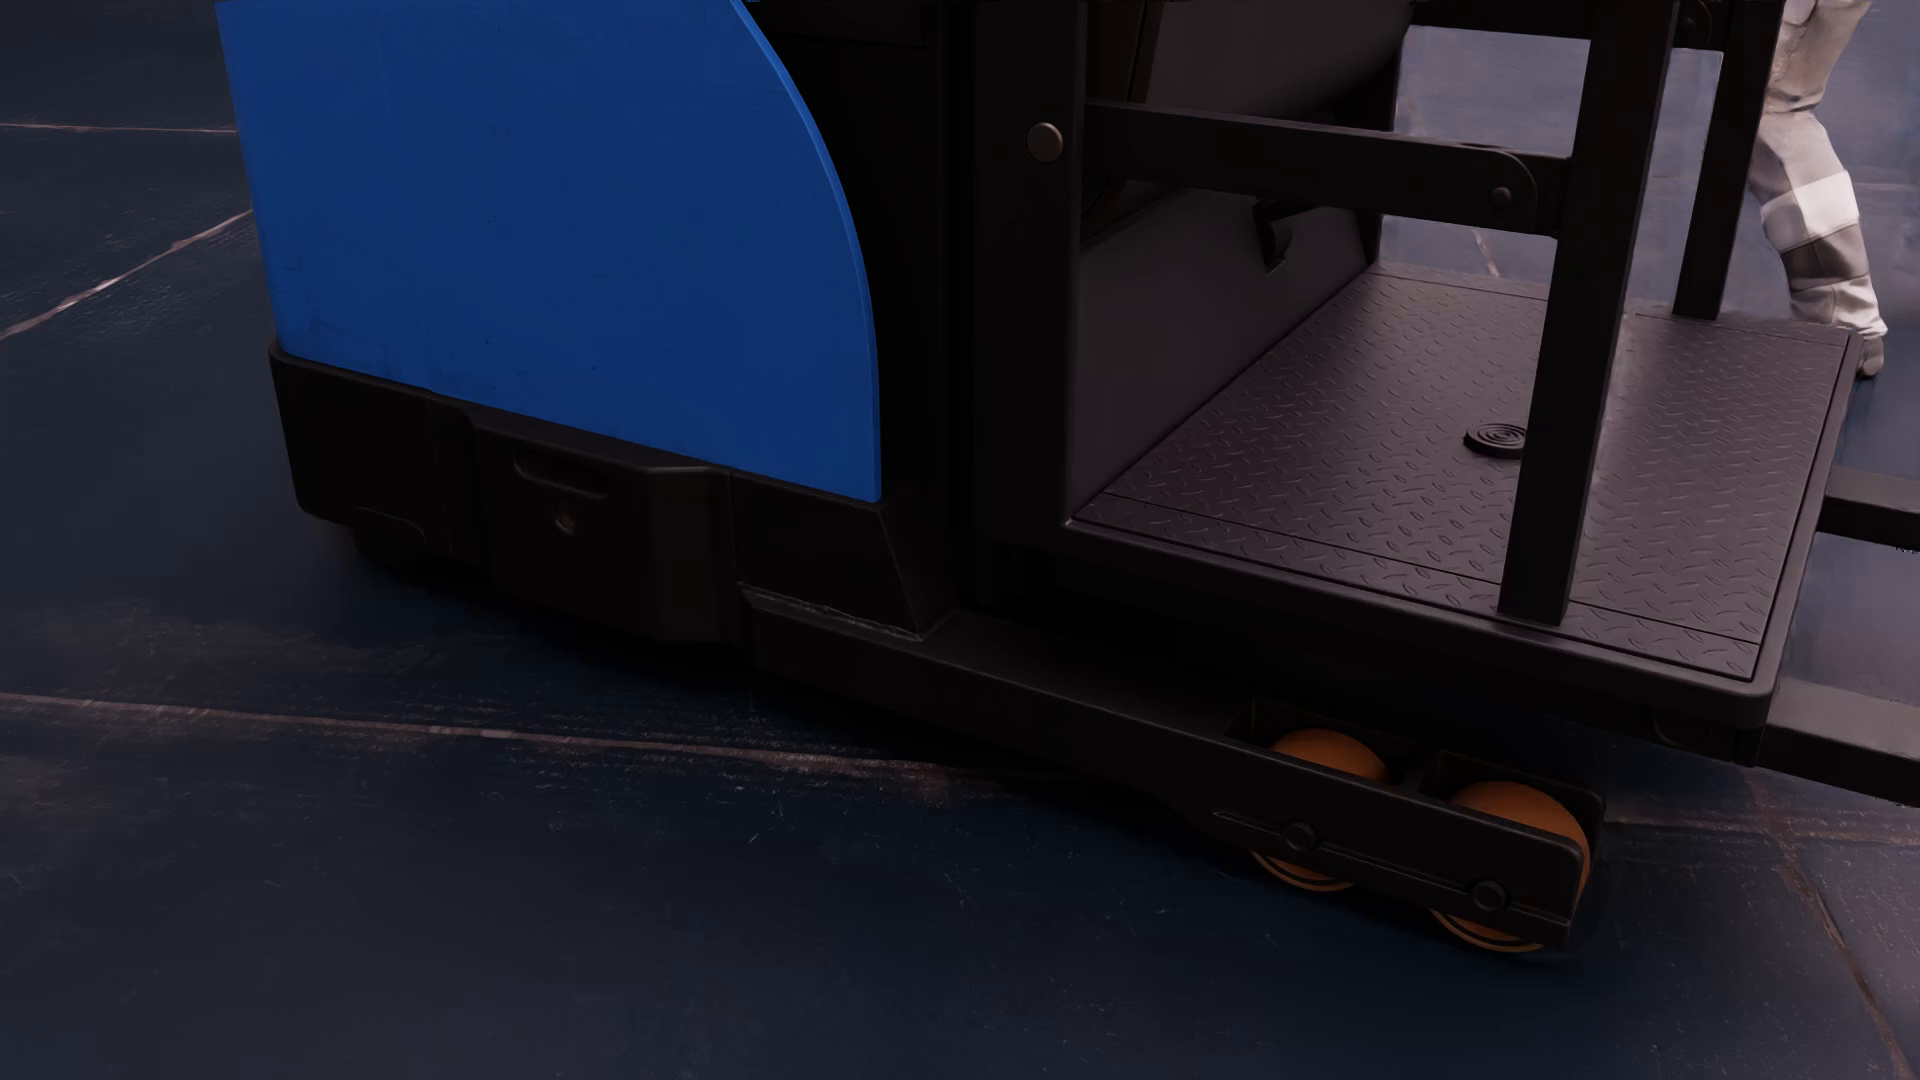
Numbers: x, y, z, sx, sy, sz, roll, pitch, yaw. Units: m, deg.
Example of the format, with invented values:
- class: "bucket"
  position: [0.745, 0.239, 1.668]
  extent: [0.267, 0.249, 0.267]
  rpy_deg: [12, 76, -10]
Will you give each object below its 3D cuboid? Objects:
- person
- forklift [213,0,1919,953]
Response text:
- class: "person"
  position: [1.631, -1.149, 2.974]
  extent: [1.145, 1.709, 0.564]
  rpy_deg: [-1, 27, -1]
- class: "forklift"
  position: [0.551, -1.170, 1.563]
  extent: [3.031, 2.935, 1.130]
  rpy_deg: [14, 30, 26]
